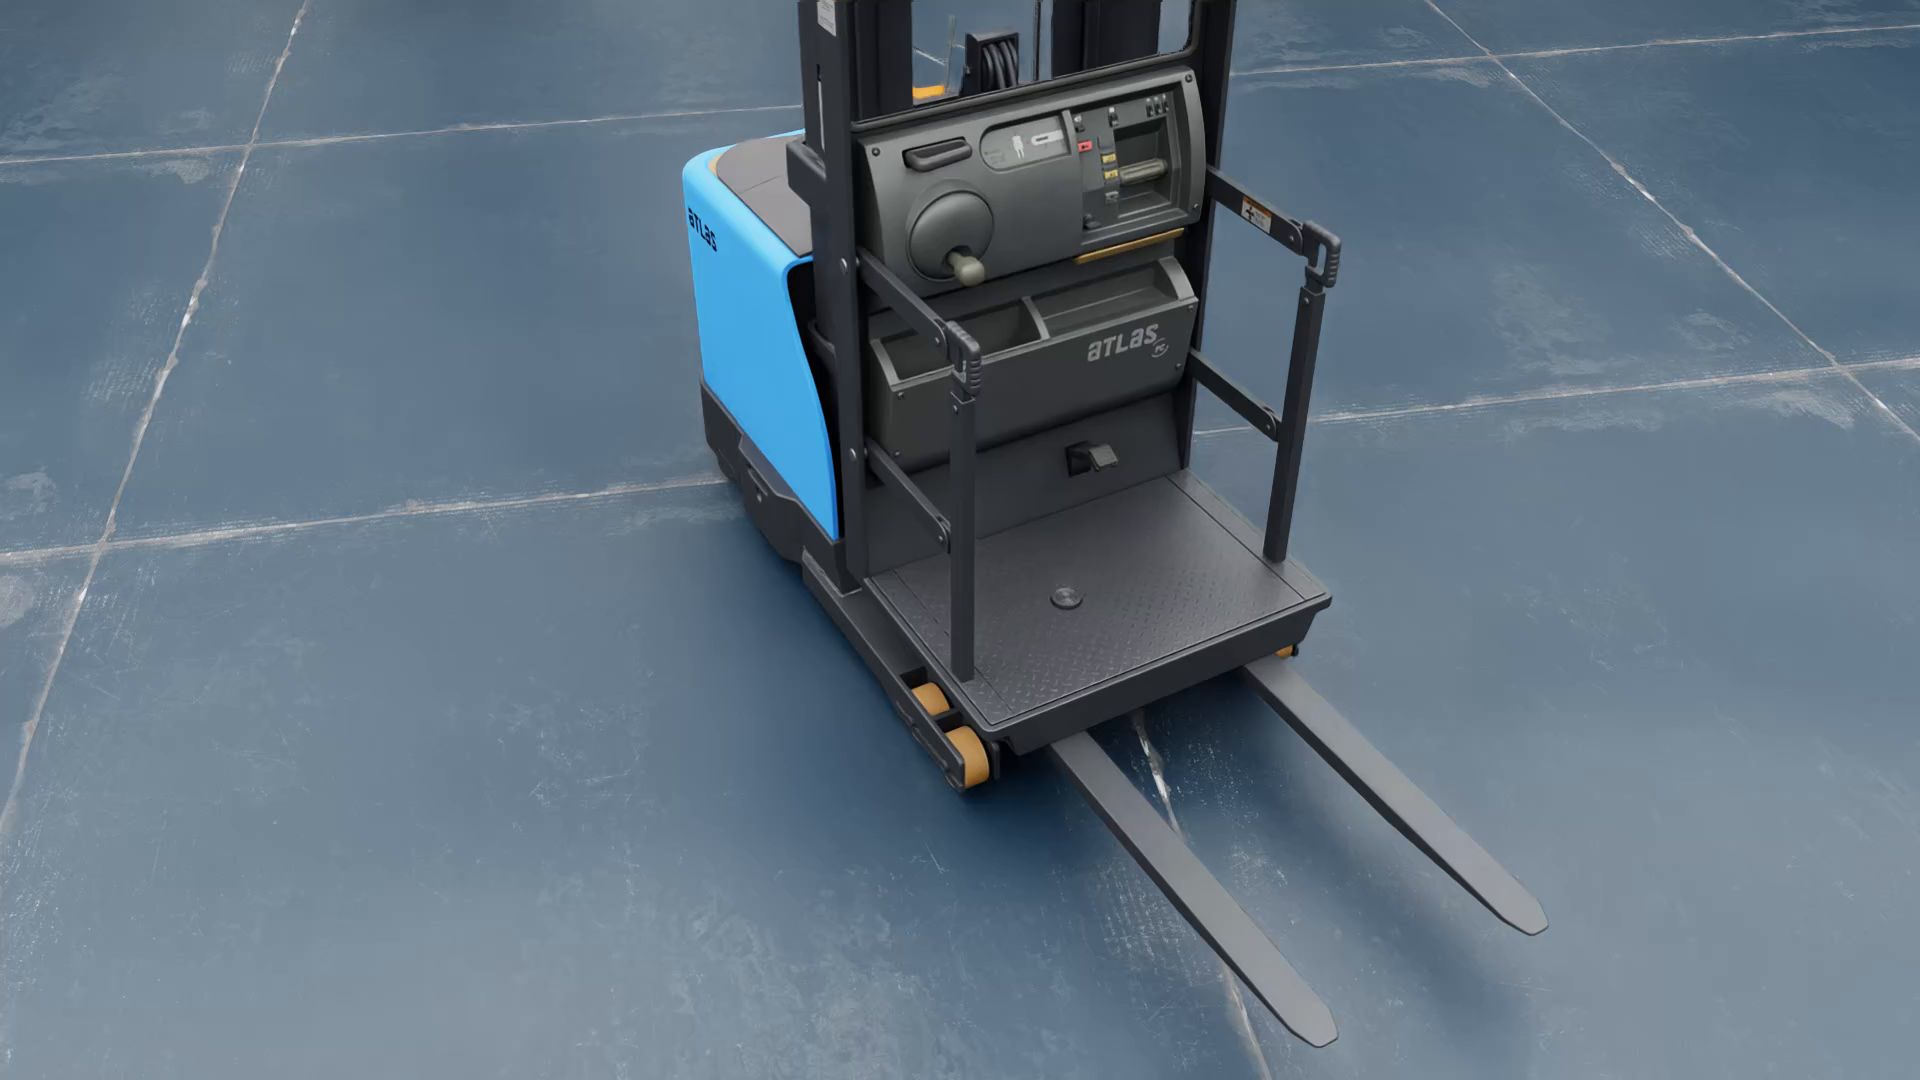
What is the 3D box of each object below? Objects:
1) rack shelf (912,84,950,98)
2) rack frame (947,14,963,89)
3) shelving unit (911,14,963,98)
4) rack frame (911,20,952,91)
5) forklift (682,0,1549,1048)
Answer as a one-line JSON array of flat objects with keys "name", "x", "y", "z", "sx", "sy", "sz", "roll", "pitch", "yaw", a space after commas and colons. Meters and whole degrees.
[{"name": "rack shelf", "x": -0.061, "y": -1.448, "z": 5.614, "sx": 0.180, "sy": 0.103, "sz": 0.258, "roll": -18, "pitch": 41, "yaw": -34}, {"name": "rack frame", "x": -0.025, "y": -1.208, "z": 5.836, "sx": 0.006, "sy": 1.200, "sz": 0.240, "roll": -18, "pitch": 41, "yaw": -34}, {"name": "shelving unit", "x": -0.097, "y": -1.185, "z": 5.784, "sx": 0.189, "sy": 1.200, "sz": 0.258, "roll": -18, "pitch": 41, "yaw": -34}, {"name": "rack frame", "x": -0.169, "y": -1.162, "z": 5.733, "sx": 0.006, "sy": 1.200, "sz": 0.240, "roll": -18, "pitch": 41, "yaw": -34}, {"name": "forklift", "x": 0.307, "y": -0.820, "z": 3.916, "sx": 1.130, "sy": 2.935, "sz": 3.031, "roll": -19, "pitch": 42, "yaw": -23}]
